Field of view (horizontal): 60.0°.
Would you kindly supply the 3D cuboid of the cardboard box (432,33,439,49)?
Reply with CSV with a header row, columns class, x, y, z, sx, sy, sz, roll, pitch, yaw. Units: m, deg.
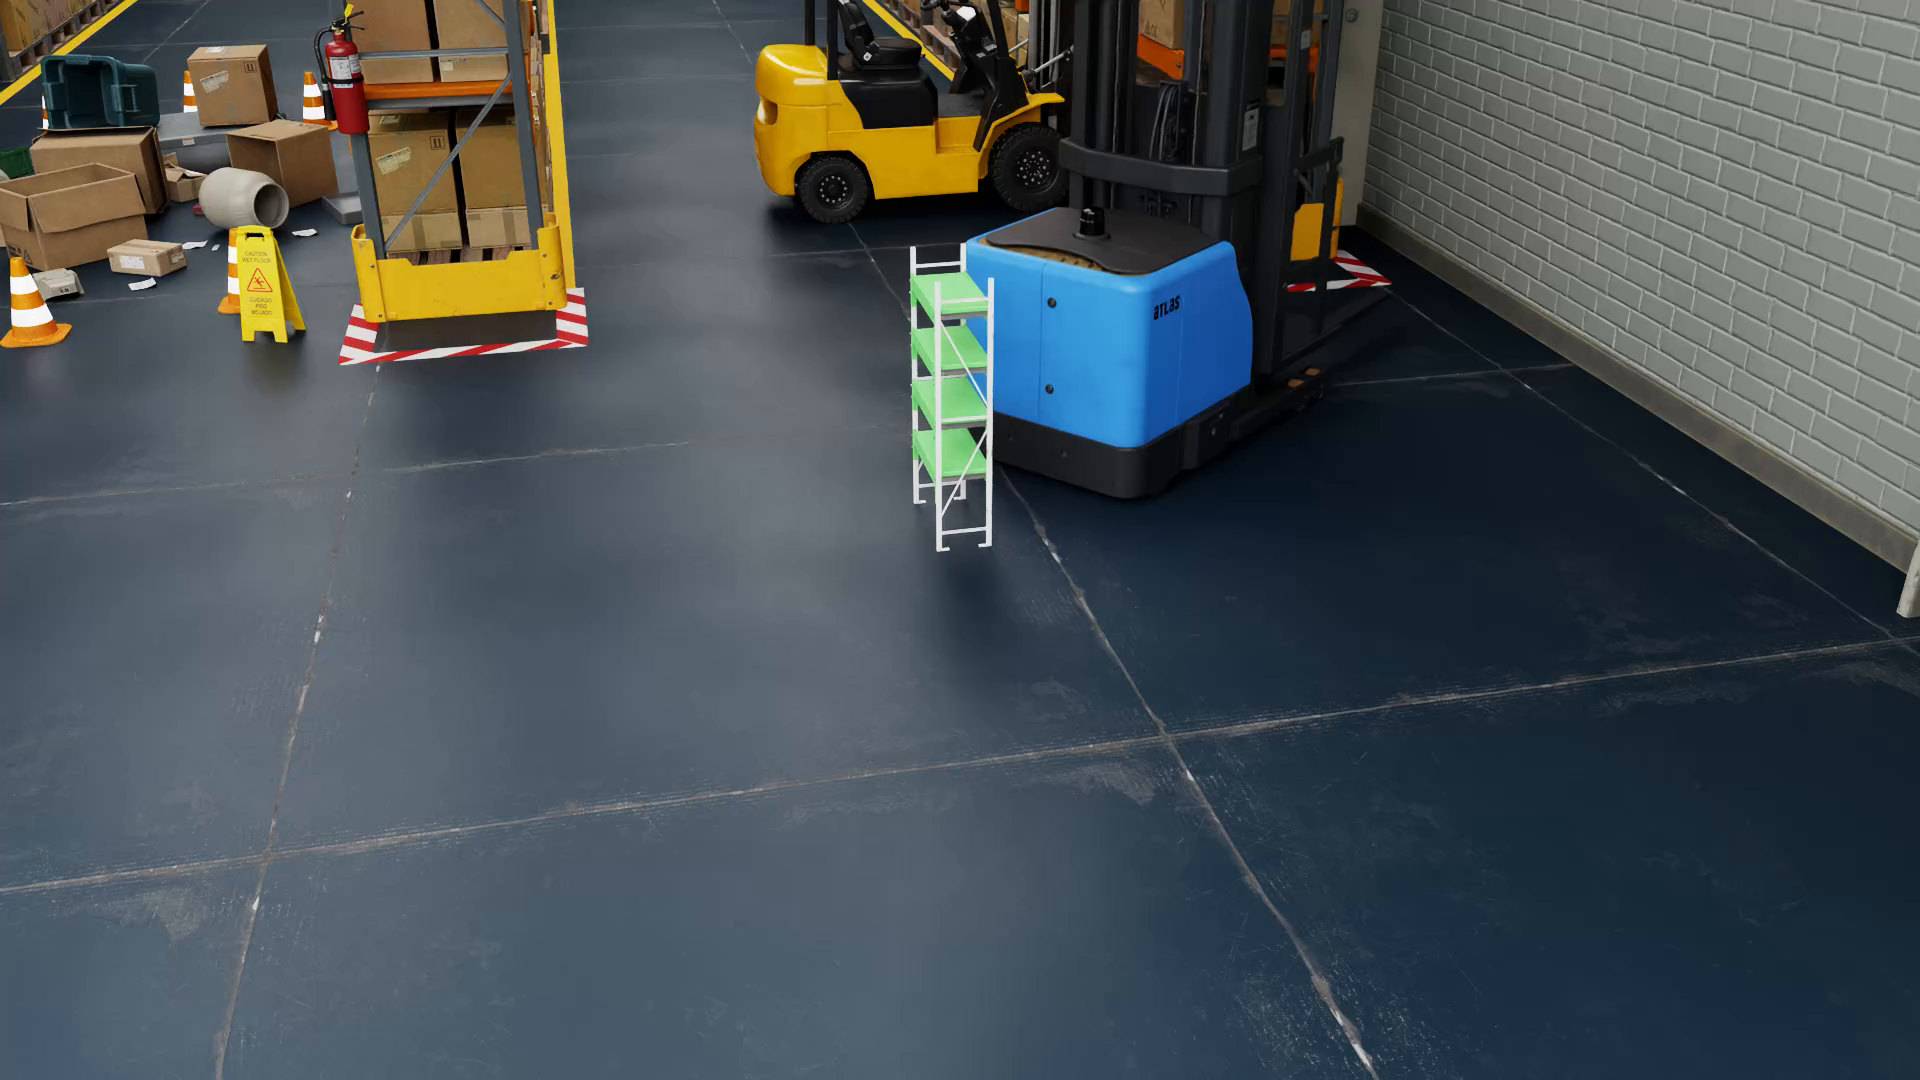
class,x,y,z,sx,sy,sz,roll,pitch,yaw
cardboard box,-3.457,-3.195,10.531,0.380,0.149,0.250,-6,27,-11

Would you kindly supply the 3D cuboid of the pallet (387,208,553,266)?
class,x,y,z,sx,sy,sz,roll,pitch,yaw
pallet,-3.120,-1.863,10.706,1.003,0.211,1.213,-6,27,-12

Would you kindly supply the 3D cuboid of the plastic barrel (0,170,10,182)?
class,x,y,z,sx,sy,sz,roll,pitch,yaw
plastic barrel,-6.905,-2.430,11.596,0.512,0.421,0.421,13,30,24

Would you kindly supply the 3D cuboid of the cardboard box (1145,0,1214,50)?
class,x,y,z,sx,sy,sz,roll,pitch,yaw
cardboard box,1.514,-3.454,10.652,0.500,0.500,0.500,-7,28,-13

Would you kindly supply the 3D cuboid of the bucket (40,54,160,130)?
class,x,y,z,sx,sy,sz,roll,pitch,yaw
bucket,-6.378,-3.314,12.434,0.726,0.611,0.620,3,17,6

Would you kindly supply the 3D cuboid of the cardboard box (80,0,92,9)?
class,x,y,z,sx,sy,sz,roll,pitch,yaw
cardboard box,-10.046,-6.207,18.527,0.500,0.500,0.500,-6,27,-13

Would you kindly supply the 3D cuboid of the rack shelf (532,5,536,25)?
class,x,y,z,sx,sy,sz,roll,pitch,yaw
rack shelf,-4.306,-5.027,14.678,1.077,0.370,4.000,-6,27,-12

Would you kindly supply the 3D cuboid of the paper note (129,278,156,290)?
class,x,y,z,sx,sy,sz,roll,pitch,yaw
paper note,-5.106,-1.601,10.389,0.148,0.019,0.142,-16,31,-29

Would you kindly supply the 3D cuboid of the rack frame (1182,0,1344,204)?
class,x,y,z,sx,sy,sz,roll,pitch,yaw
rack frame,1.881,-3.220,10.300,1.000,3.000,0.127,-6,27,-12

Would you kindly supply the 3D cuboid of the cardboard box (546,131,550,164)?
class,x,y,z,sx,sy,sz,roll,pitch,yaw
cardboard box,-3.331,-2.965,12.381,0.500,0.250,0.500,-7,28,-13

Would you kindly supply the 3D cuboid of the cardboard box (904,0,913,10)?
class,x,y,z,sx,sy,sz,roll,pitch,yaw
cardboard box,-0.329,-6.188,18.488,0.500,0.500,0.500,-6,27,-12

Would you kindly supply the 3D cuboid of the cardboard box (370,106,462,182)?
class,x,y,z,sx,sy,sz,roll,pitch,yaw
cardboard box,-3.509,-2.563,10.751,0.500,0.500,0.500,-5,27,-10

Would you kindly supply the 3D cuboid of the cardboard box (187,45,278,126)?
class,x,y,z,sx,sy,sz,roll,pitch,yaw
cardboard box,-5.583,-3.498,12.785,0.500,0.500,0.500,-6,27,-12

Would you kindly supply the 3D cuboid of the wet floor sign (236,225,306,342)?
class,x,y,z,sx,sy,sz,roll,pitch,yaw
wet floor sign,-3.954,-1.471,9.448,0.267,0.644,0.232,3,27,6

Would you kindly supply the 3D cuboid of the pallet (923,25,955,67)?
class,x,y,z,sx,sy,sz,roll,pitch,yaw
pallet,0.226,-5.121,17.162,1.003,0.211,1.213,-6,27,-12

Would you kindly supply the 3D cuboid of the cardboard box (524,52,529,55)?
class,x,y,z,sx,sy,sz,roll,pitch,yaw
cardboard box,-2.893,-3.122,10.385,0.380,0.149,0.250,-6,27,-11

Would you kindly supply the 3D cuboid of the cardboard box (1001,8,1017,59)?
class,x,y,z,sx,sy,sz,roll,pitch,yaw
cardboard box,0.851,-4.331,14.671,0.875,0.625,0.625,-5,27,-9

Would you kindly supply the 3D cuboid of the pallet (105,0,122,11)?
class,x,y,z,sx,sy,sz,roll,pitch,yaw
pallet,-10.644,-6.481,19.857,1.003,0.211,1.213,-6,27,-12

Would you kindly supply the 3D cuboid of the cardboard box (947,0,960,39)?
class,x,y,z,sx,sy,sz,roll,pitch,yaw
cardboard box,0.360,-5.298,16.586,0.875,0.625,0.625,-5,27,-10

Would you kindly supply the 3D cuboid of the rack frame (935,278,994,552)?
class,x,y,z,sx,sy,sz,roll,pitch,yaw
rack frame,0.018,-0.501,6.911,0.240,1.200,0.015,-6,27,-12

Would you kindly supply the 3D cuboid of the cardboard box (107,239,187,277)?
class,x,y,z,sx,sy,sz,roll,pitch,yaw
cardboard box,-5.217,-1.811,10.673,0.380,0.149,0.250,8,28,15

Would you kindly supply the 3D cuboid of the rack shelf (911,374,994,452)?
class,x,y,z,sx,sy,sz,roll,pitch,yaw
rack shelf,-0.037,-0.551,7.152,0.258,0.148,0.480,-6,27,-12

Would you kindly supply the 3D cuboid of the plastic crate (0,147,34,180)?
class,x,y,z,sx,sy,sz,roll,pitch,yaw
plastic crate,-7.340,-2.750,12.426,0.450,0.188,0.662,-2,25,20

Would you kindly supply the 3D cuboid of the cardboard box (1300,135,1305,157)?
class,x,y,z,sx,sy,sz,roll,pitch,yaw
cardboard box,1.978,-2.630,11.163,0.500,0.250,0.500,-5,27,-11

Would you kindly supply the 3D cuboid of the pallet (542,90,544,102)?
class,x,y,z,sx,sy,sz,roll,pitch,yaw
pallet,-4.032,-3.567,14.082,1.003,0.211,1.213,-6,27,-12

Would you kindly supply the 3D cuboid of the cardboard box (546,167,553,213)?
class,x,y,z,sx,sy,sz,roll,pitch,yaw
cardboard box,-2.974,-2.281,11.025,0.500,0.250,0.500,-5,27,-10

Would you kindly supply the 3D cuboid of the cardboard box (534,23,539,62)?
class,x,y,z,sx,sy,sz,roll,pitch,yaw
cardboard box,-4.465,-4.668,15.620,0.950,0.372,0.625,-6,27,-13

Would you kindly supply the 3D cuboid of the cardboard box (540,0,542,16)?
class,x,y,z,sx,sy,sz,roll,pitch,yaw
cardboard box,-5.028,-6.168,18.034,0.875,0.875,0.875,-6,27,-11

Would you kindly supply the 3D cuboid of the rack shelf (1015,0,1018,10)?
class,x,y,z,sx,sy,sz,roll,pitch,yaw
rack shelf,0.529,-5.532,15.680,1.077,0.370,4.000,-6,27,-12

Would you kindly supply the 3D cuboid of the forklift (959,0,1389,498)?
class,x,y,z,sx,sy,sz,roll,pitch,yaw
forklift,1.283,-2.094,8.145,1.130,2.935,3.031,19,33,33

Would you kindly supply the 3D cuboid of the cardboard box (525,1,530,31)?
class,x,y,z,sx,sy,sz,roll,pitch,yaw
cardboard box,-2.910,-3.354,10.126,0.500,0.500,0.500,-5,27,-10

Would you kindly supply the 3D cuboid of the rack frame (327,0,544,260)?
class,x,y,z,sx,sy,sz,roll,pitch,yaw
rack frame,-2.954,-2.714,9.298,1.000,3.000,0.127,-6,27,-12

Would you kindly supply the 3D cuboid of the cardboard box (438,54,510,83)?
class,x,y,z,sx,sy,sz,roll,pitch,yaw
cardboard box,-2.829,-2.772,9.692,0.380,0.149,0.250,-6,27,-11

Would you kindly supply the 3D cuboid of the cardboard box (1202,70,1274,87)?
class,x,y,z,sx,sy,sz,roll,pitch,yaw
cardboard box,1.841,-3.075,11.489,0.500,0.250,0.500,-6,27,-12

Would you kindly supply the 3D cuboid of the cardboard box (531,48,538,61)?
class,x,y,z,sx,sy,sz,roll,pitch,yaw
cardboard box,-3.344,-3.309,12.230,0.500,0.500,0.500,-5,27,-11

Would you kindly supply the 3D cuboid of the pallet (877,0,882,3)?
class,x,y,z,sx,sy,sz,roll,pitch,yaw
pallet,-0.603,-6.889,20.665,1.003,0.211,1.213,-6,27,-12

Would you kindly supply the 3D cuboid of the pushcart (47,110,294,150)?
class,x,y,z,sx,sy,sz,roll,pitch,yaw
pushcart,-6.065,-3.046,12.866,1.648,0.377,0.936,-16,31,-29

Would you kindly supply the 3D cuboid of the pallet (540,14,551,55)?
class,x,y,z,sx,sy,sz,roll,pitch,yaw
pallet,-4.861,-5.335,17.585,1.003,0.211,1.213,-6,27,-12

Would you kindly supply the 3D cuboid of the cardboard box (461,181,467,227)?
class,x,y,z,sx,sy,sz,roll,pitch,yaw
cardboard box,-3.507,-2.230,10.924,0.500,0.250,0.500,-6,27,-11

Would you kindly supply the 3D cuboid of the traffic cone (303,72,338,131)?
class,x,y,z,sx,sy,sz,roll,pitch,yaw
traffic cone,-5.499,-3.740,14.145,0.336,0.463,0.334,-6,27,-12

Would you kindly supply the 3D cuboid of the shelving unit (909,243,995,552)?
class,x,y,z,sx,sy,sz,roll,pitch,yaw
shelving unit,-0.037,-0.608,7.124,0.258,1.200,0.503,-6,27,-12

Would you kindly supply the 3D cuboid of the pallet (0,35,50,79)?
class,x,y,z,sx,sy,sz,roll,pitch,yaw
pallet,-9.731,-4.777,16.480,1.003,0.211,1.213,-6,27,-12

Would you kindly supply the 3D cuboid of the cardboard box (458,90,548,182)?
class,x,y,z,sx,sy,sz,roll,pitch,yaw
cardboard box,-2.994,-2.630,10.885,0.500,0.500,0.500,-7,28,-14

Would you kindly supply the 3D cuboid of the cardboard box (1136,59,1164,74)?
class,x,y,z,sx,sy,sz,roll,pitch,yaw
cardboard box,1.229,-3.240,11.817,0.500,0.250,0.500,-6,27,-11

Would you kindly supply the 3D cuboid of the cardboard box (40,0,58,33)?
class,x,y,z,sx,sy,sz,roll,pitch,yaw
cardboard box,-9.705,-5.532,17.189,0.500,0.500,0.500,-7,28,-13
